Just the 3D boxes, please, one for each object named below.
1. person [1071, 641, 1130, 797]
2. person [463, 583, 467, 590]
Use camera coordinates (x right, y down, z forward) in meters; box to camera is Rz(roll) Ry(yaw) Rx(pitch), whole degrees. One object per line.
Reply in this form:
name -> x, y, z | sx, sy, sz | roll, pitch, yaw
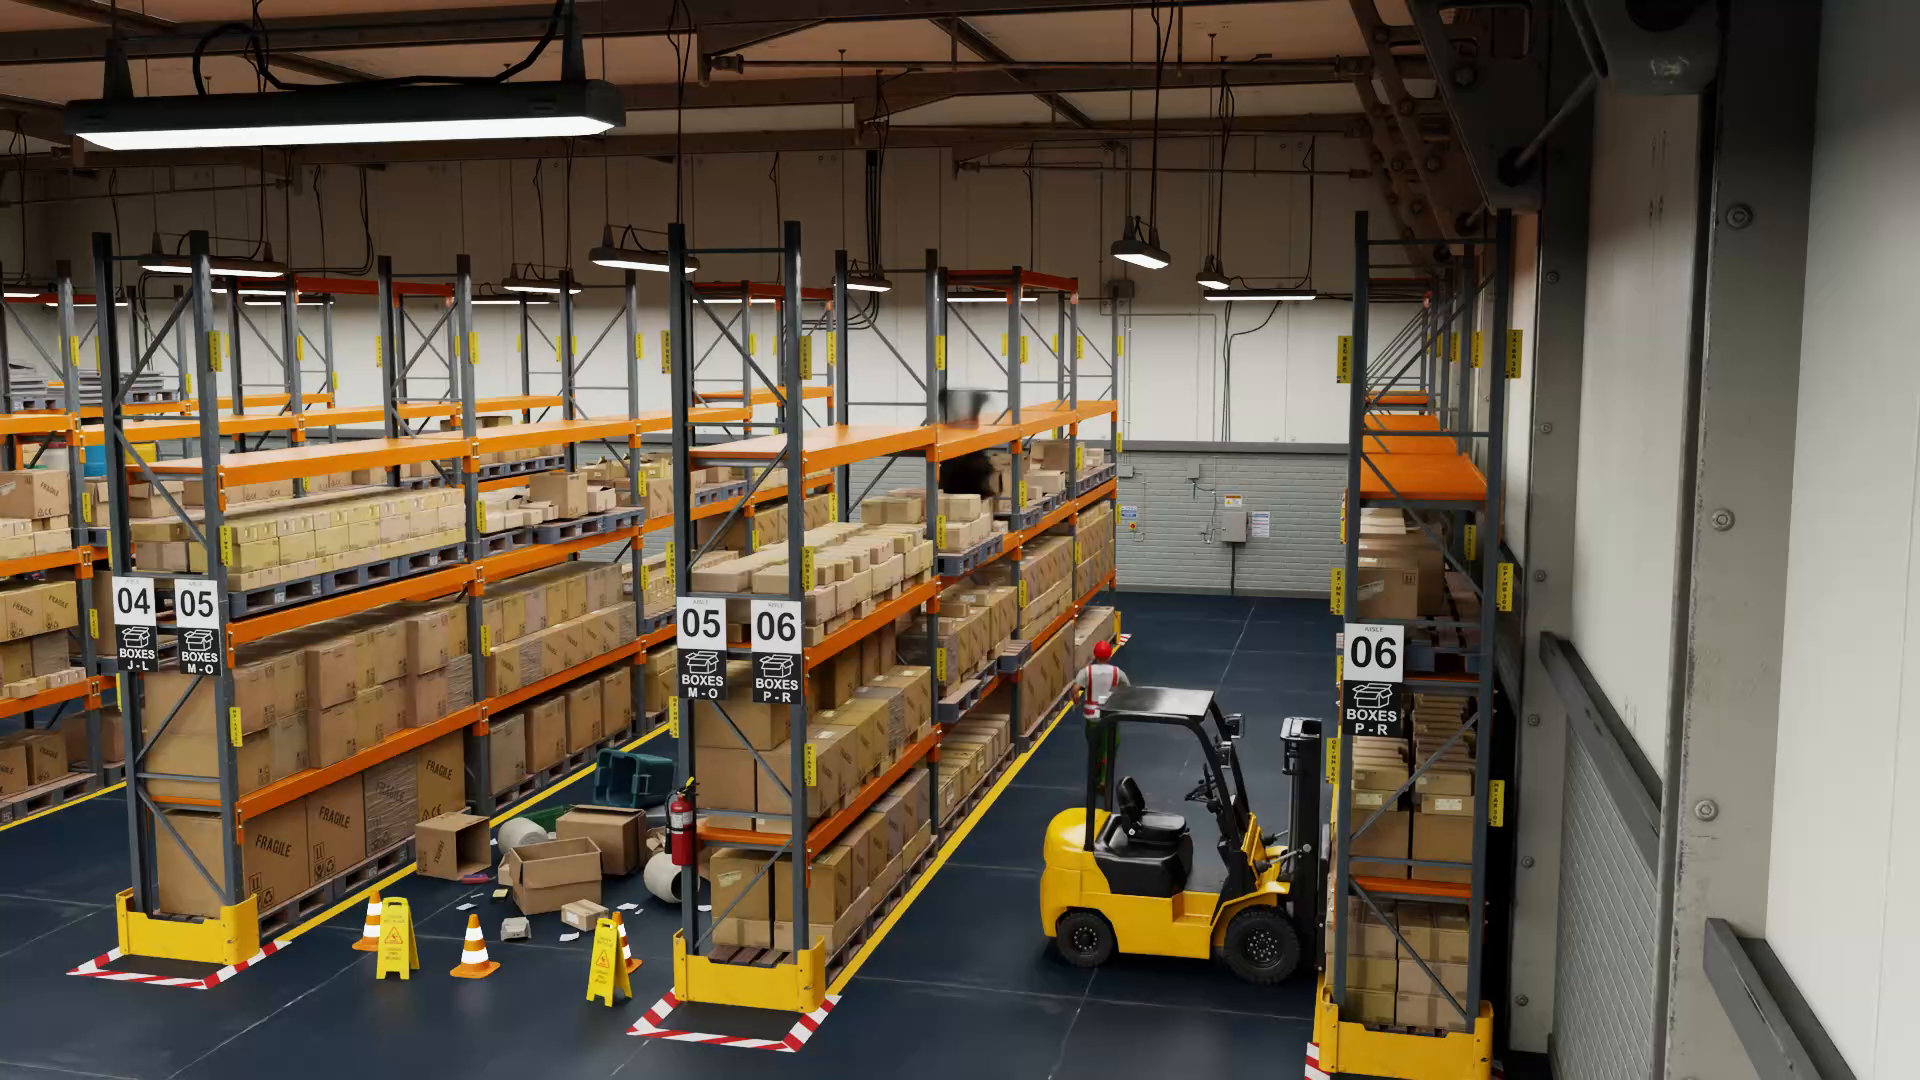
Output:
person -> 1.591, 1.992, 18.627 | 0.657, 1.764, 1.000 | 1, 7, 11
person -> -7.074, 1.385, 24.427 | 0.678, 1.618, 0.850 | -1, 7, -11
